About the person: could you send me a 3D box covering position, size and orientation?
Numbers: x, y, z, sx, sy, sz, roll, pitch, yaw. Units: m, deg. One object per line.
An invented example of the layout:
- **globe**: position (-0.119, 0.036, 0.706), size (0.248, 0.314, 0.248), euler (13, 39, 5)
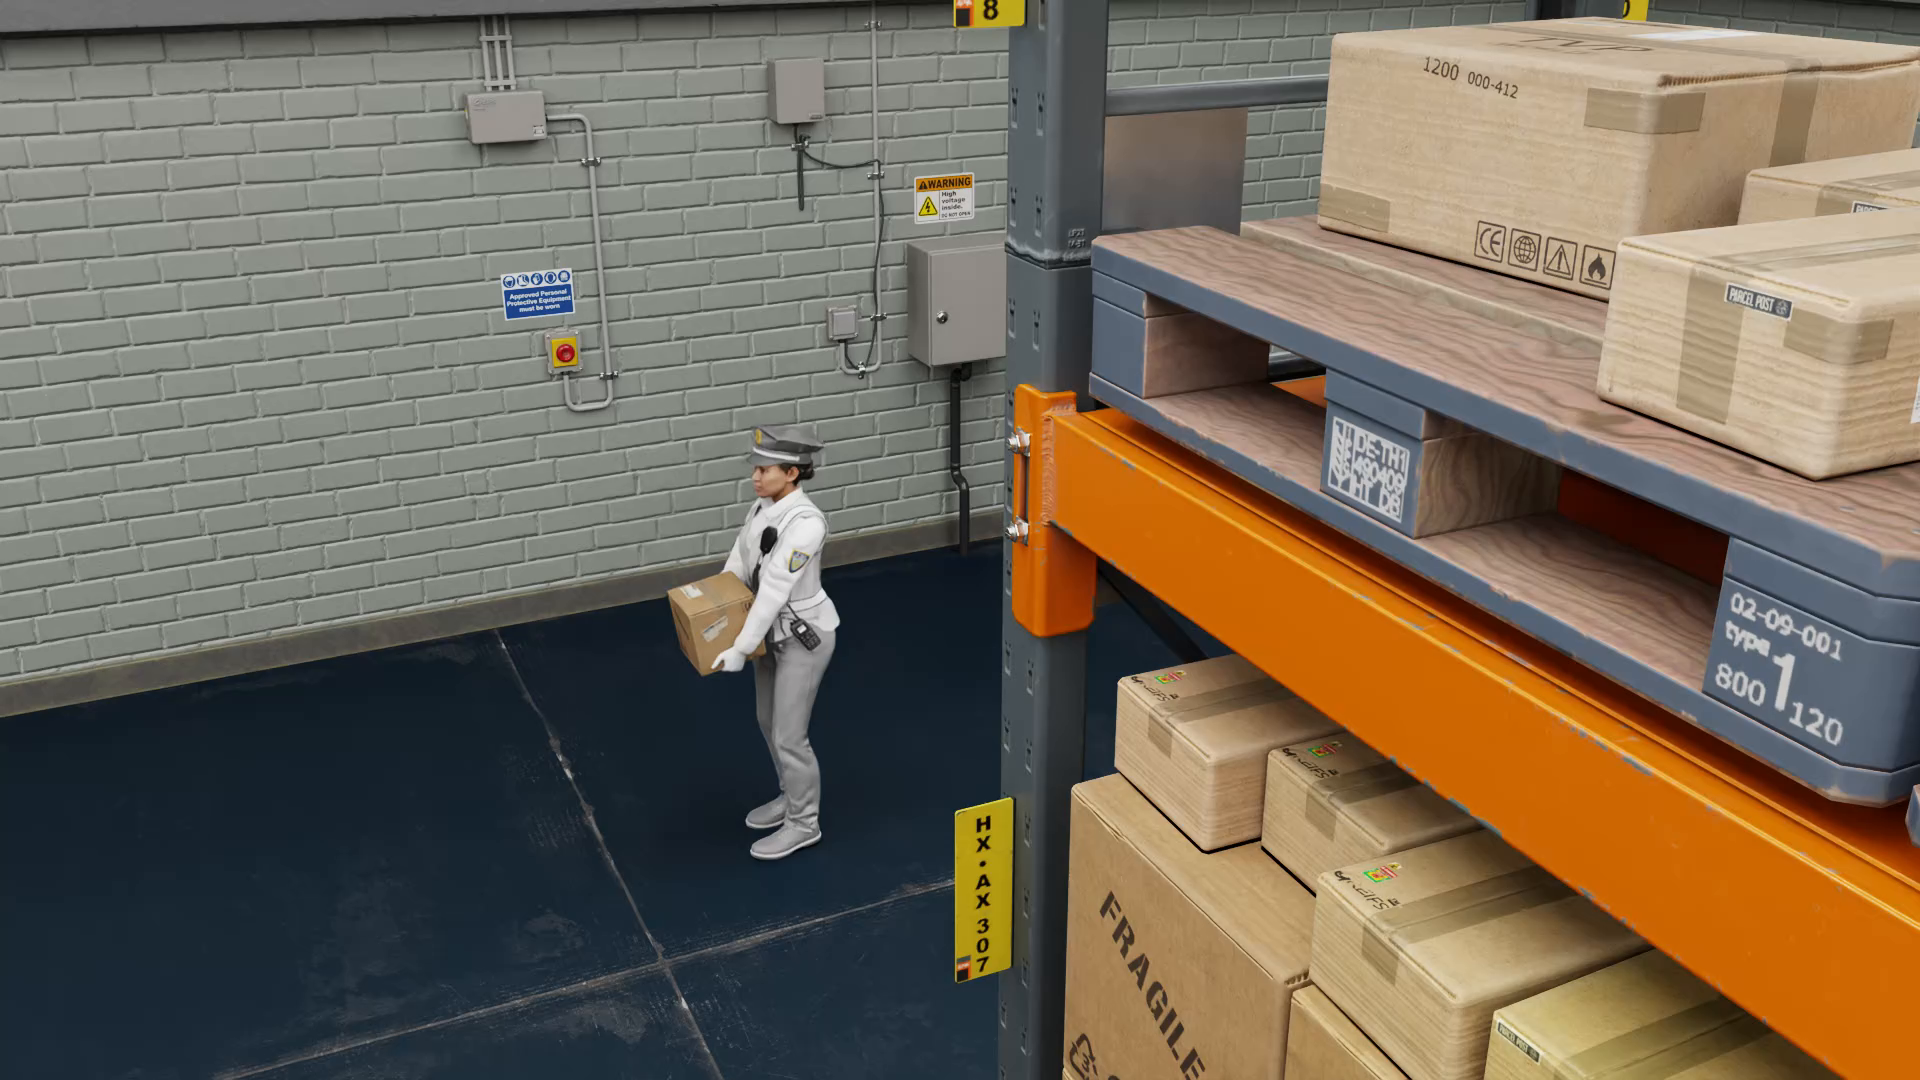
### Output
- **person**: position (-0.708, 0.395, 6.150), size (0.522, 1.655, 0.416), euler (-11, 25, -25)
